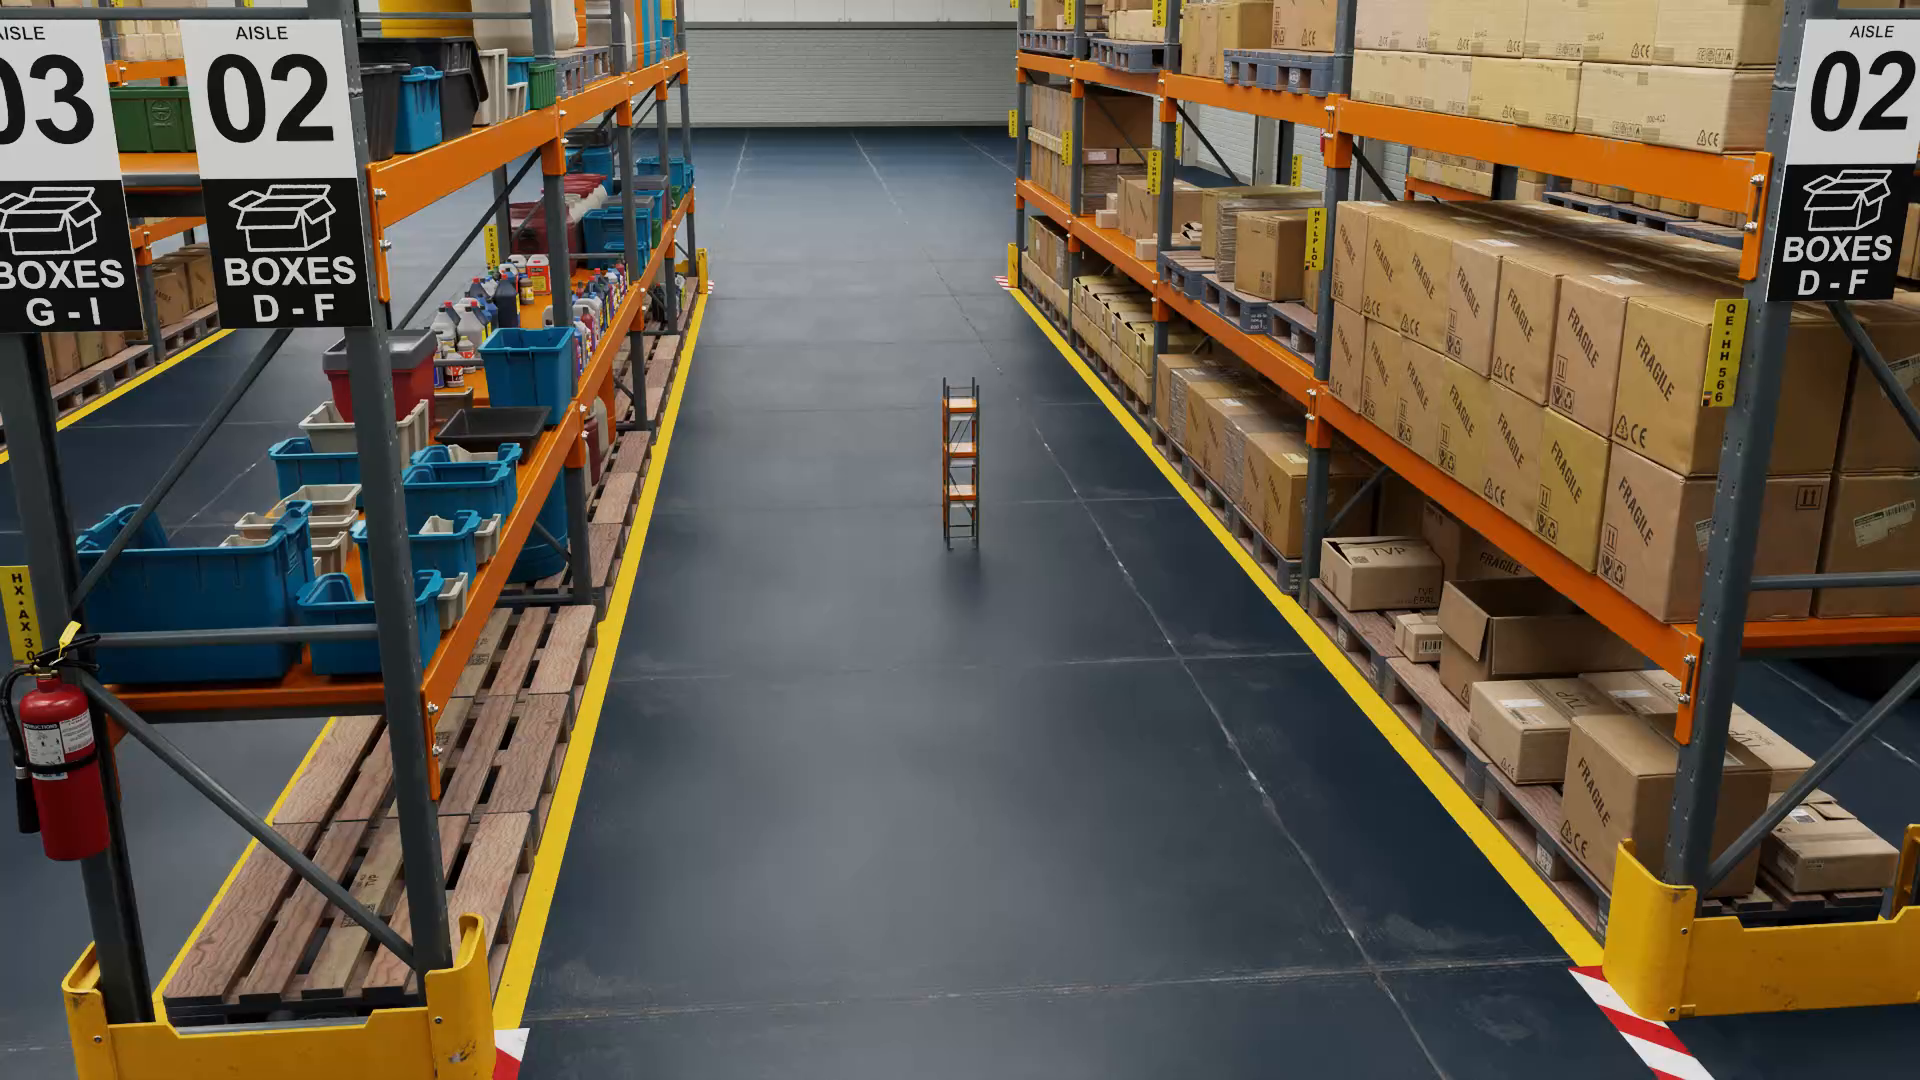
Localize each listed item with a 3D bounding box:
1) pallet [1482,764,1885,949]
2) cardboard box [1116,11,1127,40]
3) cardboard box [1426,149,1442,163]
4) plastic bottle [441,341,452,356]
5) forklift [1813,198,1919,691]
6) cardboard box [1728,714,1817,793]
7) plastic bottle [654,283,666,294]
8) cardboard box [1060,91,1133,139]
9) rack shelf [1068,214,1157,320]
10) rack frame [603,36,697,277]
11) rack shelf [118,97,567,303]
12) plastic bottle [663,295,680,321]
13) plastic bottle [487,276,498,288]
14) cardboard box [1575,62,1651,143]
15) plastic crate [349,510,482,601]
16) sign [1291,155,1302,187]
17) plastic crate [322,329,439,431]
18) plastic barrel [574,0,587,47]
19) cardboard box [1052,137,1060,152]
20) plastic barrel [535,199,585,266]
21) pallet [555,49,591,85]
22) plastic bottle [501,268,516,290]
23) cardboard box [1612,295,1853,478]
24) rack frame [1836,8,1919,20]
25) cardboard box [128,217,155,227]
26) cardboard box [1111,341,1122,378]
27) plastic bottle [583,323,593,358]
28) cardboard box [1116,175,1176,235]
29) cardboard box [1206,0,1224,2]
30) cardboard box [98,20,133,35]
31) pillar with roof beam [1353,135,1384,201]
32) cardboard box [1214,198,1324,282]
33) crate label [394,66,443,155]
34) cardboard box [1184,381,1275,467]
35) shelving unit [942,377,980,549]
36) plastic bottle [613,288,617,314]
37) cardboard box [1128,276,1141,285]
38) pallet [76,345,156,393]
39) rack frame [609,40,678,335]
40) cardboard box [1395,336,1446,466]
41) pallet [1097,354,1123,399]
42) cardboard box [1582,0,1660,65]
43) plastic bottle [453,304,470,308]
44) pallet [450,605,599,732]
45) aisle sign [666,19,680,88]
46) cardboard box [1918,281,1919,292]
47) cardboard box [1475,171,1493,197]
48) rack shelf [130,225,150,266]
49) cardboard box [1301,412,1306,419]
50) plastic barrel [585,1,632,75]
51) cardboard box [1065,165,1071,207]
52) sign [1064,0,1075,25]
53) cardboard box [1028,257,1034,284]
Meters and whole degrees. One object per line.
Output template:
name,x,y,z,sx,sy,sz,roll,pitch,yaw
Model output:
pallet,2.759,1.203,6.494,1.003,0.211,1.213,-2,18,-6
cardboard box,1.725,-4.655,15.039,0.500,0.250,0.500,-3,18,-11
cardboard box,5.917,-4.785,19.877,0.500,0.500,0.500,-2,18,-5
plastic bottle,-2.845,-0.995,9.171,0.097,0.201,0.097,0,17,0
forklift,4.760,-1.060,9.159,1.130,2.935,3.031,-2,18,-7
cardboard box,3.024,0.915,6.612,0.500,0.250,0.500,-2,18,-6
plastic bottle,-3.194,-2.625,17.845,0.152,0.276,0.135,-2,18,-6
cardboard box,1.455,-4.541,17.801,0.700,0.500,0.500,-2,18,-6
rack shelf,1.818,-2.504,14.845,1.077,0.370,4.000,-2,18,-6
rack frame,-3.728,-4.483,19.947,1.000,3.000,0.127,-2,18,-6
rack shelf,-2.284,-1.399,6.320,1.077,0.370,4.000,-2,18,-6
plastic bottle,-2.973,-2.405,17.143,0.152,0.276,0.135,-1,17,-4
plastic bottle,-3.110,-1.617,11.035,0.097,0.271,0.097,0,17,0
cardboard box,2.494,-1.521,5.758,0.500,0.250,0.500,-2,18,-6
plastic crate,-1.844,0.056,5.671,0.416,0.233,0.300,-2,18,-6
sign,2.563,-2.785,12.740,0.100,0.325,0.005,-2,18,-6
plastic crate,-2.648,-0.693,7.669,0.402,0.464,0.583,-2,18,-6
plastic barrel,-2.847,-3.766,11.240,0.600,0.830,0.708,-2,18,-6
cardboard box,1.211,-4.332,18.217,0.380,0.149,0.250,-1,17,-4
plastic barrel,-3.221,-2.452,13.294,0.421,0.512,0.421,0,17,0
pallet,-2.788,-2.817,9.949,1.003,0.211,1.213,-2,18,-6
plastic bottle,-3.087,-1.727,11.386,0.097,0.271,0.097,0,17,0
cardboard box,2.530,-0.516,5.478,0.500,0.500,0.500,-2,18,-6
rack frame,2.853,-2.730,4.349,0.949,2.616,0.053,-2,18,-6
cardboard box,-7.965,-3.091,15.935,0.380,0.149,0.250,-2,18,-6
cardboard box,1.622,-1.592,14.630,0.500,0.250,0.500,-1,17,-4
plastic bottle,-2.202,-1.165,9.711,0.097,0.201,0.097,0,17,0
cardboard box,1.729,-3.104,15.390,0.500,0.500,0.500,-1,17,-2
cardboard box,2.063,-4.077,11.811,0.500,0.500,0.500,-2,18,-6
cardboard box,-7.969,-4.794,15.516,0.380,0.149,0.250,-2,18,-7
pillar with roof beam,2.158,-9.124,24.715,9.100,9.000,0.400,-2,18,-6
cardboard box,2.106,-2.037,11.288,0.700,0.500,0.500,1,17,5
crate label,-1.852,-1.361,5.244,0.408,0.251,0.502,-2,18,-6
cardboard box,1.893,-0.818,11.715,0.500,0.500,0.500,-2,18,-6
shelving unit,0.005,-0.485,10.469,0.215,1.050,0.252,-2,18,-6
plastic bottle,-2.359,-1.619,11.159,0.097,0.201,0.097,0,17,0
cardboard box,1.939,-2.487,16.544,0.500,0.311,0.500,-2,18,-6
pallet,-8.160,-1.576,15.343,1.003,0.211,1.213,-2,18,-6
rack frame,-3.316,-3.291,16.151,1.000,3.000,0.127,-2,18,-6
cardboard box,2.324,-0.645,7.557,0.500,0.500,0.500,-2,18,-6
pallet,1.856,-1.530,15.197,1.003,0.211,1.213,-2,18,-6
cardboard box,2.491,-1.760,5.683,0.500,0.250,0.500,-2,18,-6
plastic bottle,-2.956,-1.255,9.873,0.152,0.276,0.135,-2,18,-6
pallet,-2.376,0.641,8.283,1.003,0.211,1.213,-2,18,-6
aisle sign,-3.440,-5.754,19.656,0.394,0.787,0.004,-2,18,-6
cardboard box,6.924,-1.733,11.575,0.380,0.149,0.250,-2,18,-5
cardboard box,6.078,-3.965,18.515,0.500,0.250,0.500,-2,18,-6
rack shelf,-8.036,-2.199,13.874,1.077,0.370,4.000,-2,18,-6
cardboard box,2.519,-0.536,10.815,0.500,0.500,0.500,-2,17,-5
plastic barrel,-2.630,-3.686,12.214,0.421,0.512,0.421,0,17,0
cardboard box,1.499,-3.779,17.541,0.700,0.500,0.500,-2,18,-6
sign,1.060,-5.141,16.041,0.100,0.325,0.005,-2,18,-6
cardboard box,1.089,-3.208,19.775,0.500,0.250,0.500,-2,18,-6
